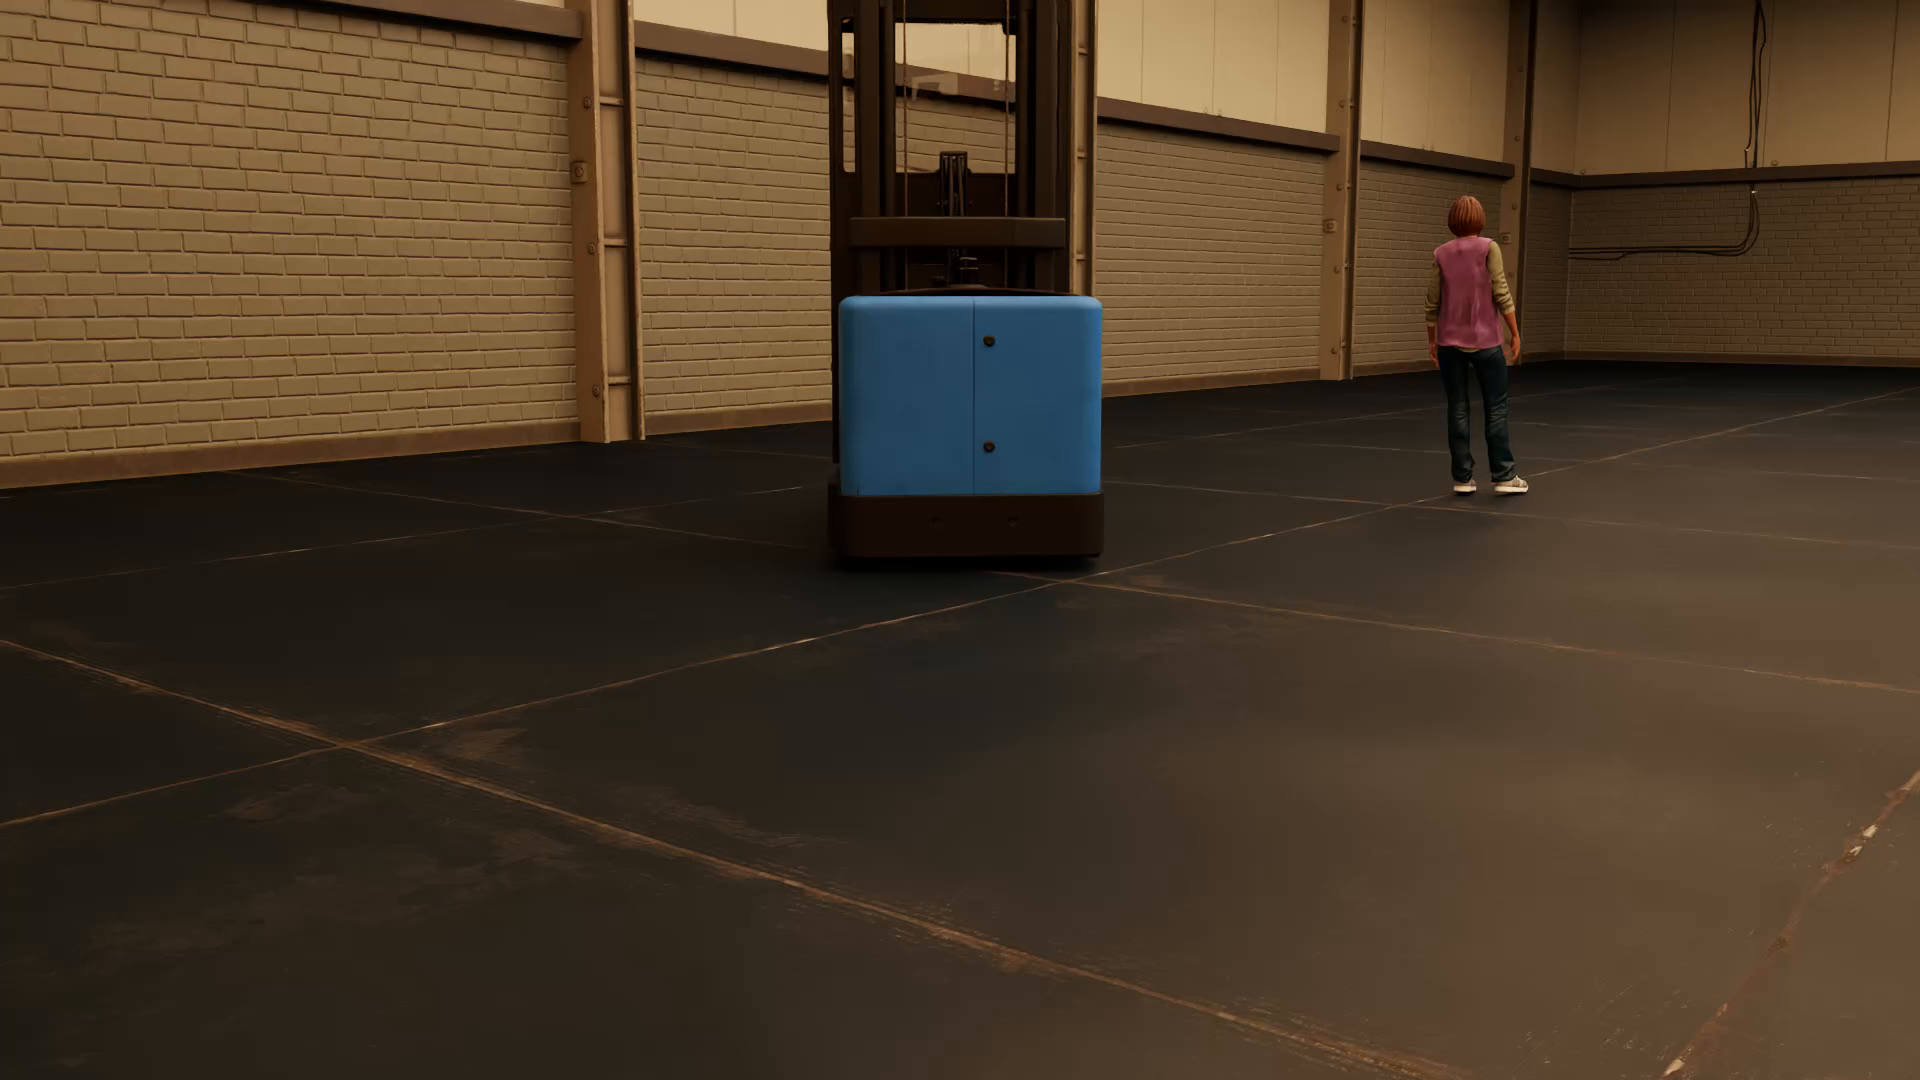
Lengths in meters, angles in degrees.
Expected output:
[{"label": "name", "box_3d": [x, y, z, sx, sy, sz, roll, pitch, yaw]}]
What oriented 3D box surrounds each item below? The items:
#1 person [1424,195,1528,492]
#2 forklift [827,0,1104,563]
[{"label": "person", "box_3d": [2.805, -1.052, 9.028, 0.519, 1.598, 0.474, 6, 10, 36]}, {"label": "forklift", "box_3d": [-0.065, -1.534, 7.764, 1.130, 2.935, 3.031, -1, 8, -5]}]
